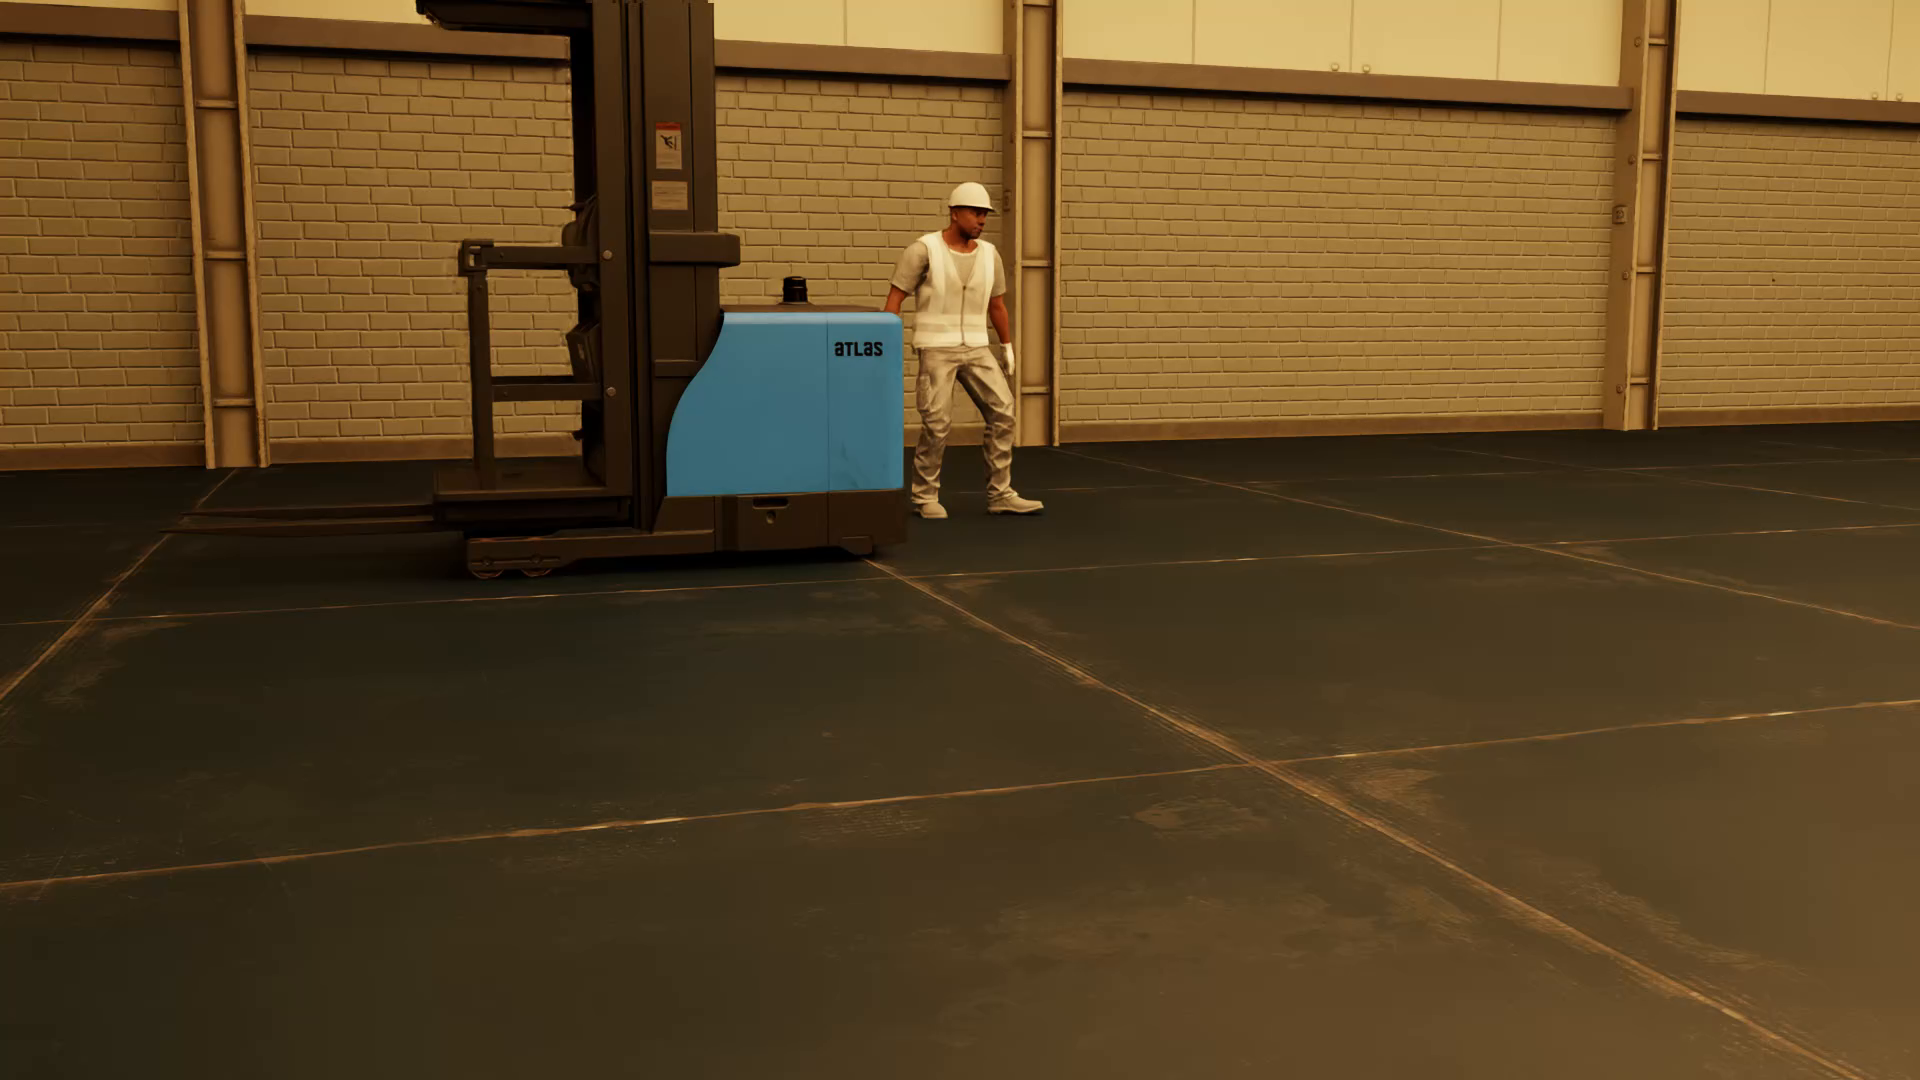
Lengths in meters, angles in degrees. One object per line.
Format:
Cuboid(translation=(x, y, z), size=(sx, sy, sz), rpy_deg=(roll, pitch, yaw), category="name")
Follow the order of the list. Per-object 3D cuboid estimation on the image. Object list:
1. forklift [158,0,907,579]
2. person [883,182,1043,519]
Cuboid(translation=(-1.810, -1.372, 7.137), size=(3.031, 2.935, 1.130), rpy_deg=(-2, 8, -17), category="forklift")
Cuboid(translation=(-0.002, -0.985, 8.734), size=(0.887, 1.746, 0.440), rpy_deg=(-4, 9, -26), category="person")
